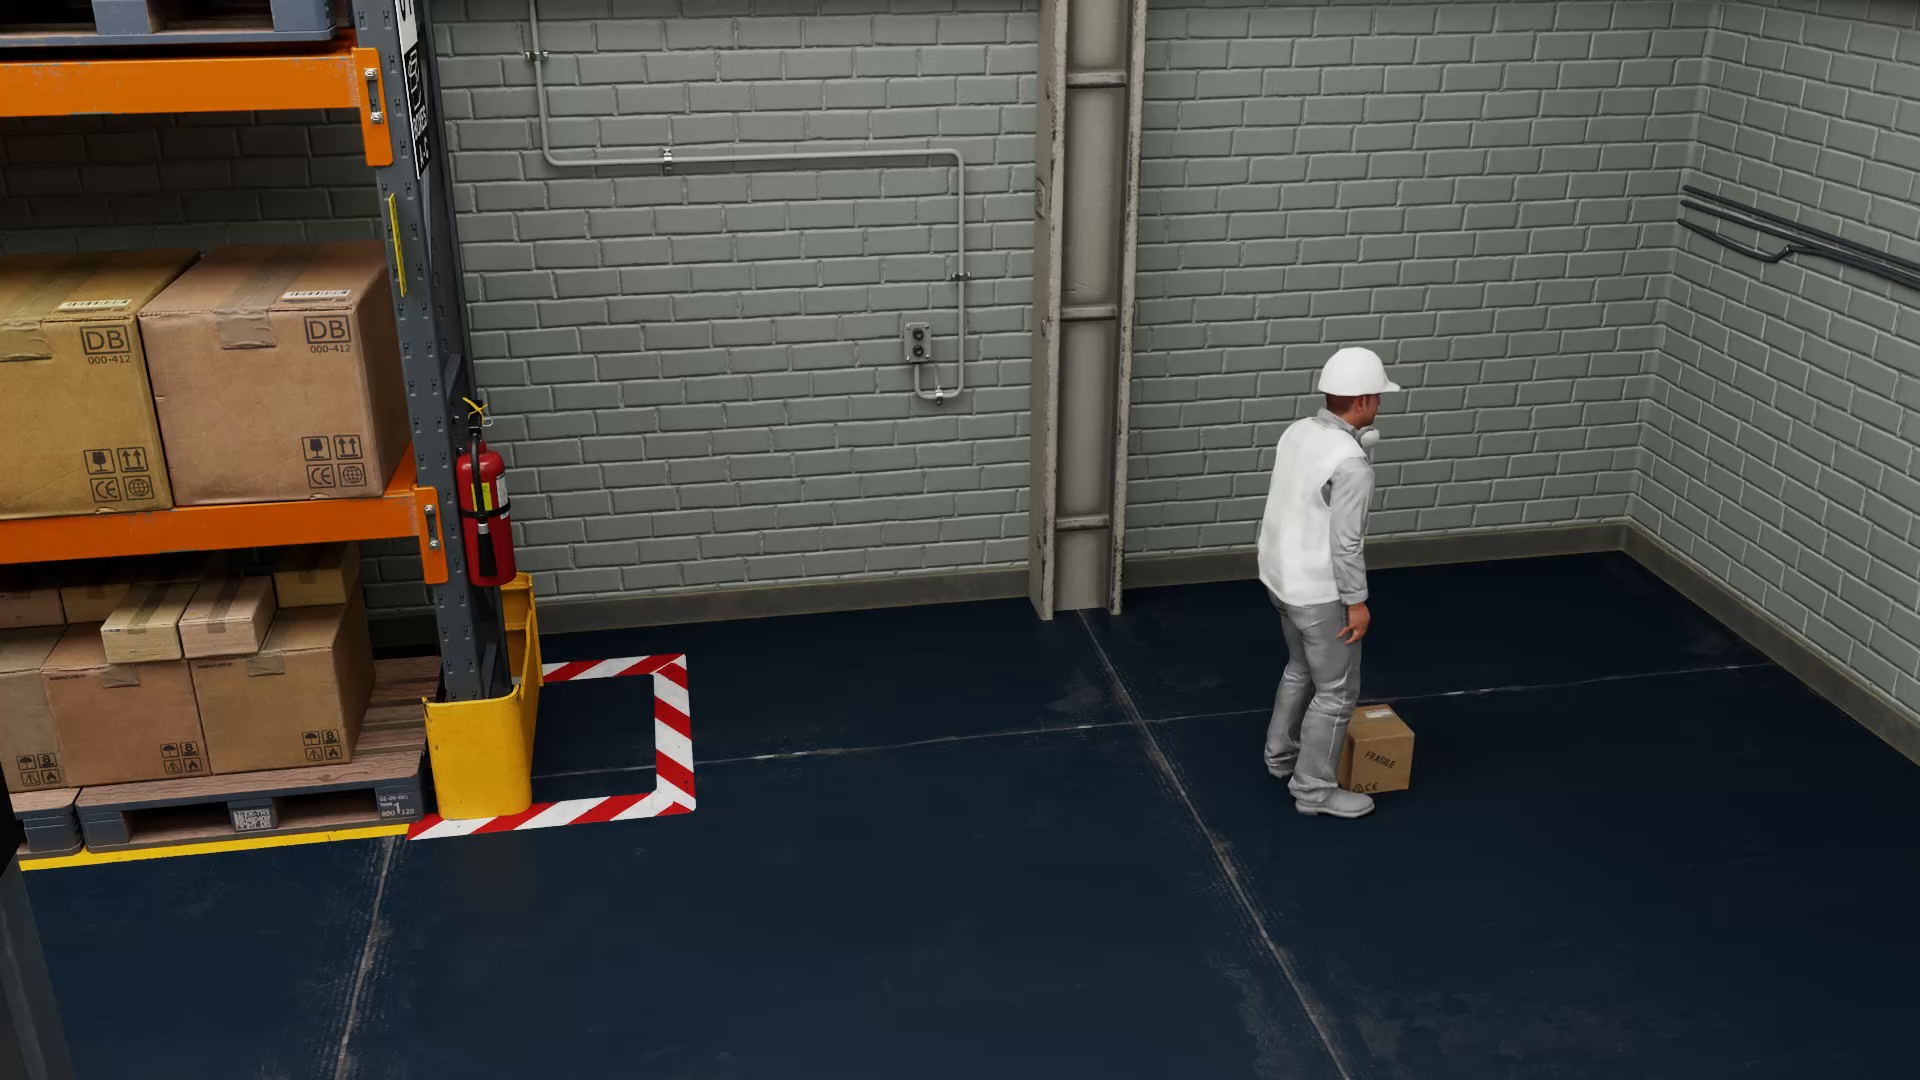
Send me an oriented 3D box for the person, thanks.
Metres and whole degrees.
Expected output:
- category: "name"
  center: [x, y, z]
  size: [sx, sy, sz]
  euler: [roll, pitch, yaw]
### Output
- category: "person"
  center: [1.354, 0.149, 6.217]
  size: [0.465, 1.769, 0.582]
  euler: [-5, 24, -12]
